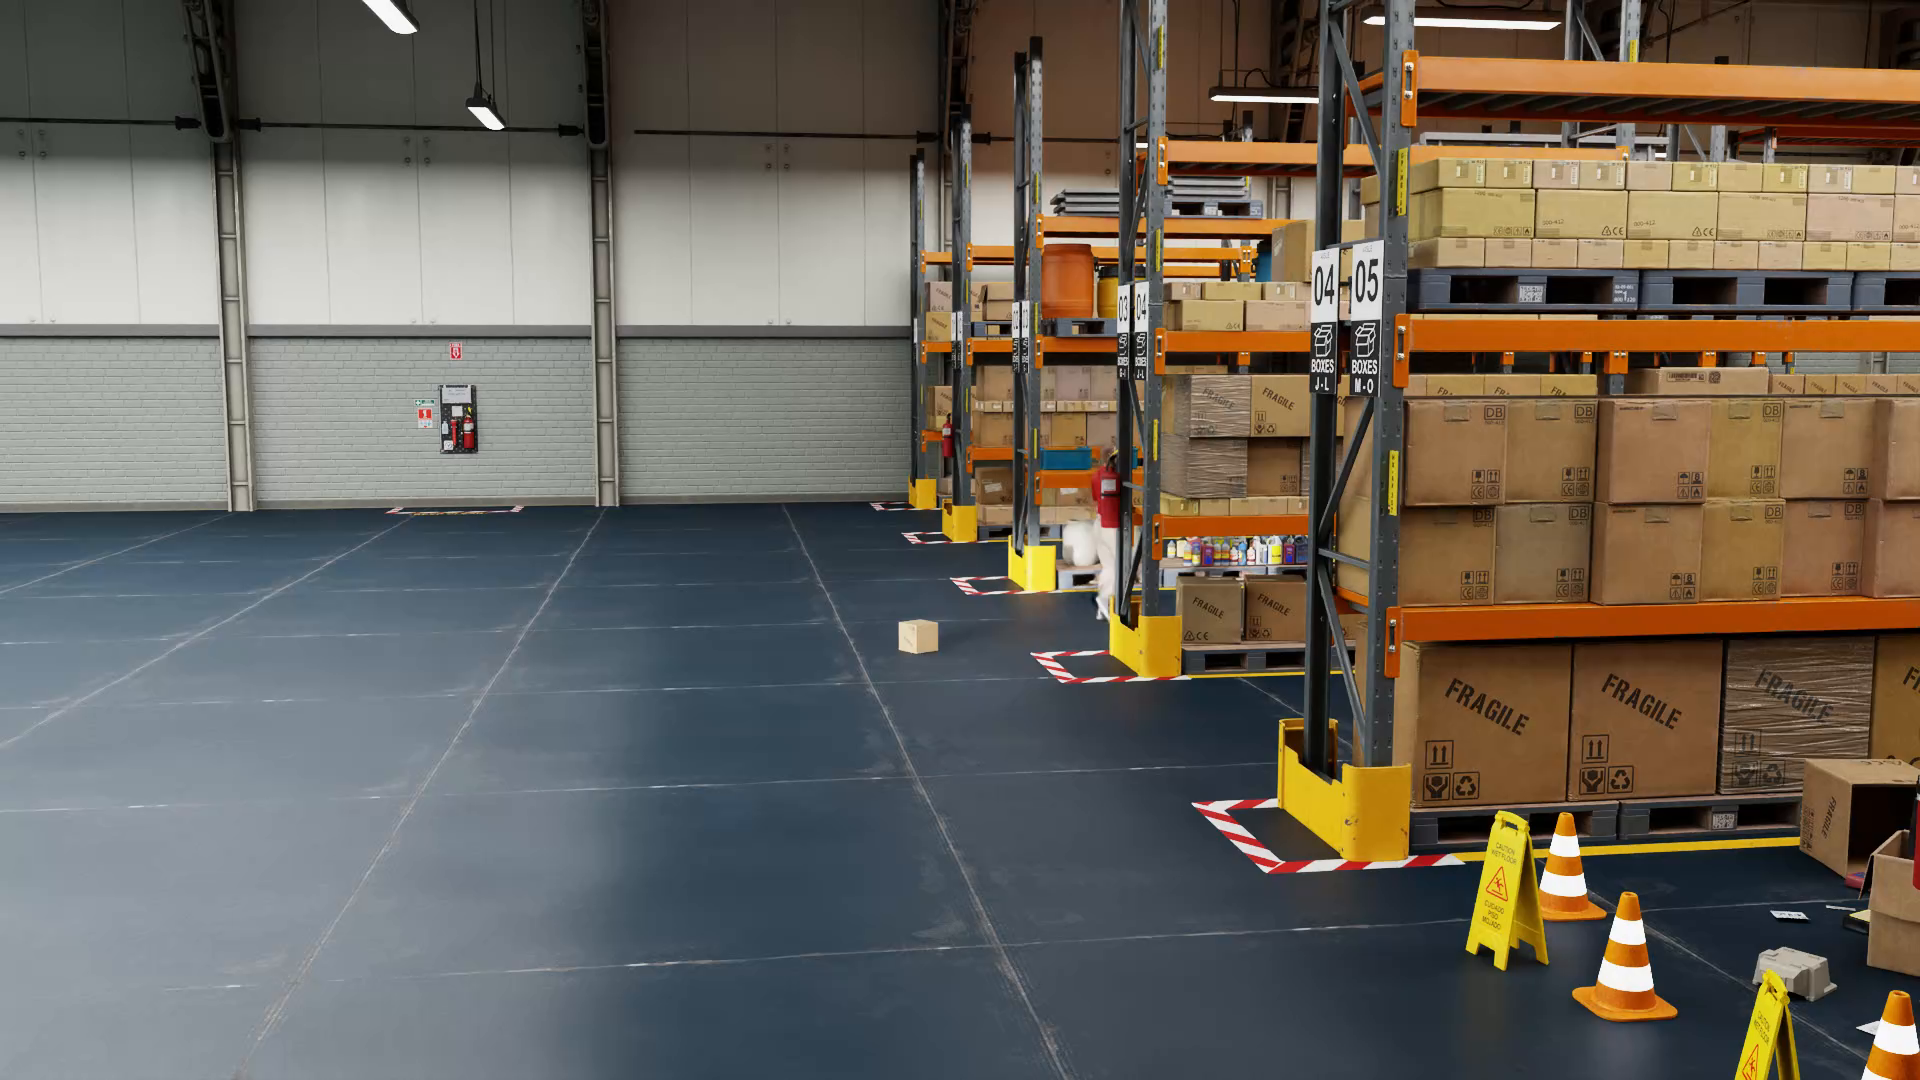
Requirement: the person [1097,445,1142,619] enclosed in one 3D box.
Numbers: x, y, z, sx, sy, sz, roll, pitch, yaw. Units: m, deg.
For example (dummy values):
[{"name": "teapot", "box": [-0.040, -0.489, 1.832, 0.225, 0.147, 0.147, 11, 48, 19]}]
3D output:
[{"name": "person", "box": [1.587, -0.035, 16.185, 0.490, 1.791, 0.575, -3, 7, -22]}]
